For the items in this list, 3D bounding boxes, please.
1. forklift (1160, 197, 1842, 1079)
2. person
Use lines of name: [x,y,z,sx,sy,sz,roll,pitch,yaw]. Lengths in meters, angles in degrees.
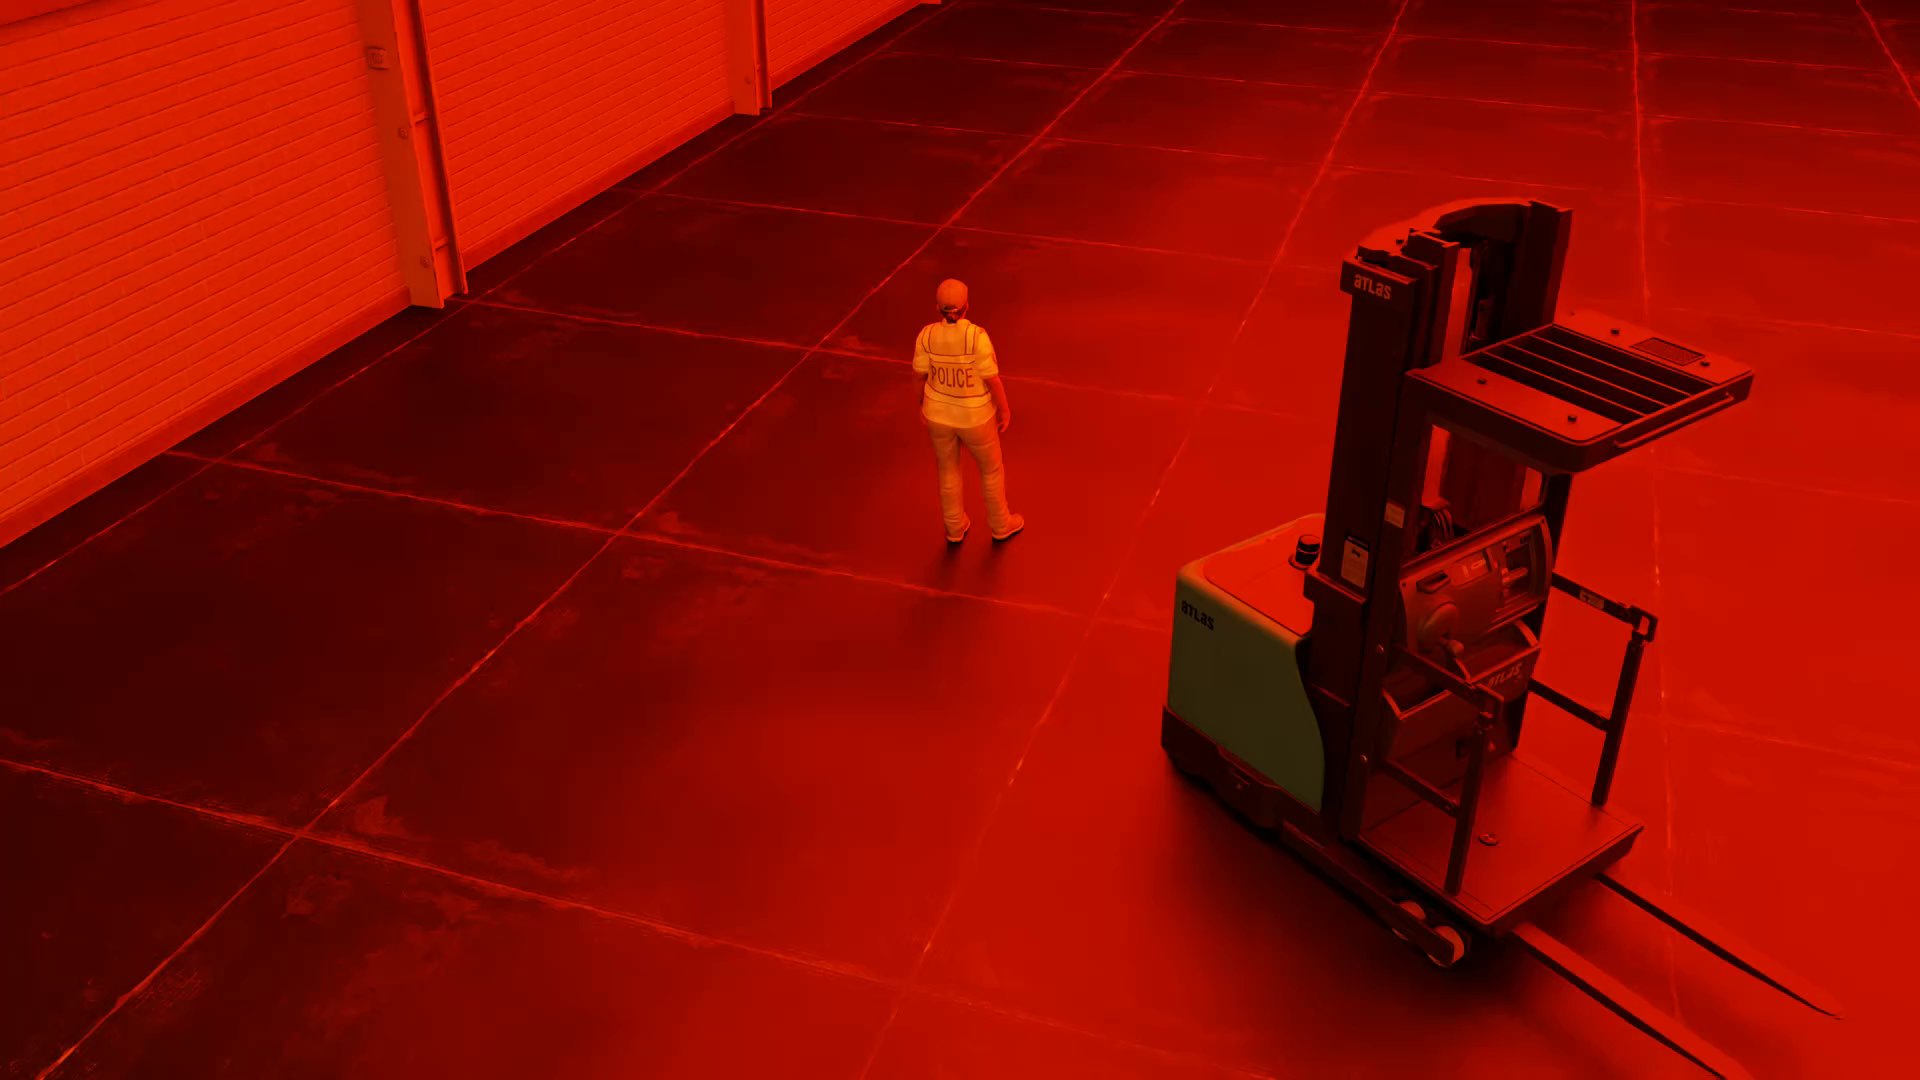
forklift: [2.263,0.234,6.726,1.130,2.935,3.031,-20,35,-31]
person: [0.046,-0.763,9.736,0.599,1.670,0.529,10,31,16]
